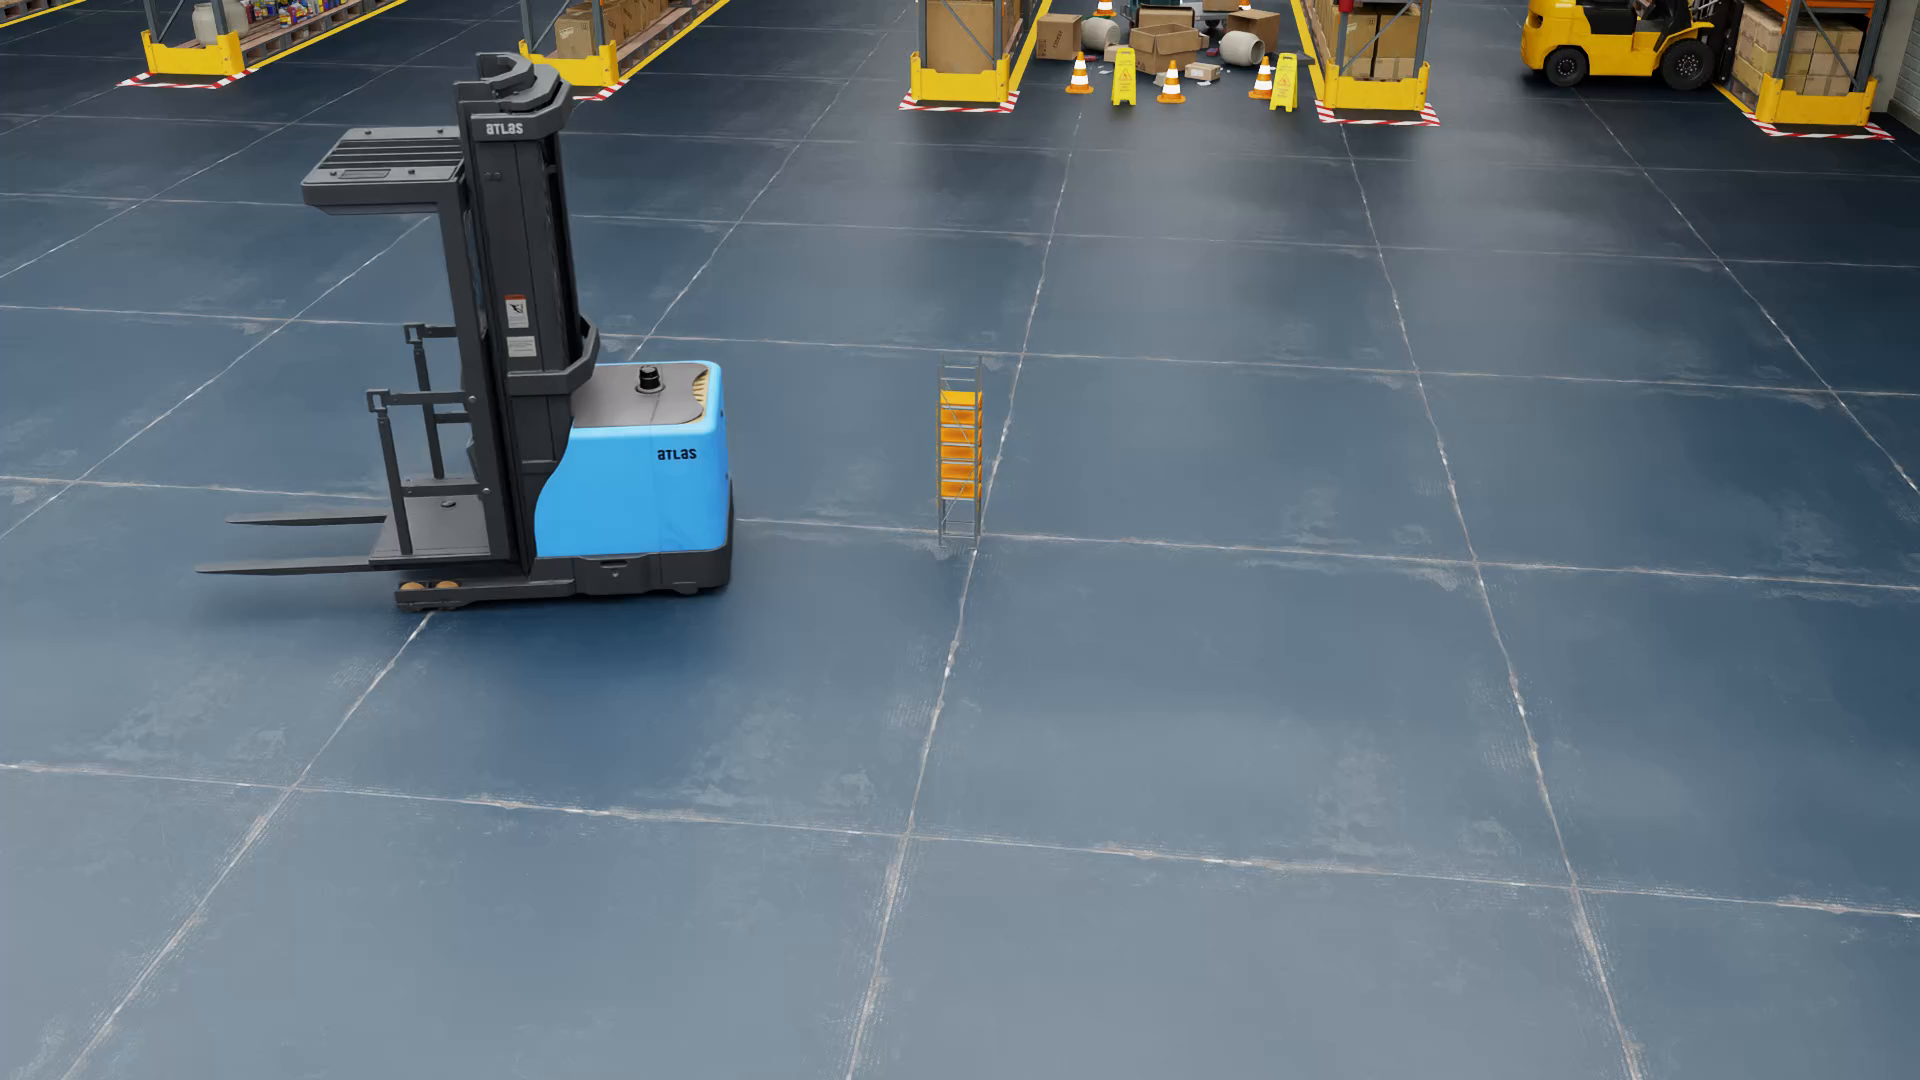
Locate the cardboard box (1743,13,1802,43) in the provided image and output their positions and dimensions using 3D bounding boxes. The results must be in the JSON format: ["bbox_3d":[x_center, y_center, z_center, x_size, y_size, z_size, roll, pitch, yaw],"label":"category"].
[{"bbox_3d":[9.661,-6.083,19.780,0.500,0.250,0.500,4,29,7],"label":"cardboard box"}]

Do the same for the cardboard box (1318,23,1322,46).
[{"bbox_3d":[4.964,-6.573,21.744,0.500,0.250,0.500,3,28,6],"label":"cardboard box"}]

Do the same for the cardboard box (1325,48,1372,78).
[{"bbox_3d":[4.766,-5.861,20.423,0.500,0.250,0.500,3,28,6],"label":"cardboard box"}]

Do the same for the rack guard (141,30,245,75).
[{"bbox_3d":[-9.857,-6.281,21.382,1.175,0.500,0.348,3,28,6],"label":"rack guard"}]

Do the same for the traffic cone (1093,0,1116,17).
[{"bbox_3d":[2.159,-8.029,24.665,0.336,0.463,0.334,3,28,6],"label":"traffic cone"}]

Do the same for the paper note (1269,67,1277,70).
[{"bbox_3d":[4.039,-6.138,21.610,0.142,0.019,0.148,-6,29,-11],"label":"paper note"}]

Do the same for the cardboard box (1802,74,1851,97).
[{"bbox_3d":[10.112,-5.387,19.543,0.500,0.250,0.500,3,29,6],"label":"cardboard box"}]

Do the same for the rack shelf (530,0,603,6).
[{"bbox_3d":[-4.659,-7.680,22.101,1.077,0.370,4.000,3,28,6],"label":"rack shelf"}]

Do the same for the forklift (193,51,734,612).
[{"bbox_3d":[-2.889,-1.142,9.279,3.031,2.935,1.130,-2,28,-5],"label":"forklift"}]

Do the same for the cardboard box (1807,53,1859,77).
[{"bbox_3d":[10.121,-5.596,19.404,0.500,0.250,0.500,4,29,7],"label":"cardboard box"}]

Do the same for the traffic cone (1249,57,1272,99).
[{"bbox_3d":[3.703,-5.640,20.231,0.336,0.463,0.334,3,28,6],"label":"traffic cone"}]

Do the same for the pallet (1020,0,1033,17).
[{"bbox_3d":[0.516,-7.742,24.399,1.003,0.211,1.213,3,28,6],"label":"pallet"}]

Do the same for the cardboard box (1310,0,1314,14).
[{"bbox_3d":[5.483,-7.637,23.591,0.950,0.372,0.625,4,29,7],"label":"cardboard box"}]

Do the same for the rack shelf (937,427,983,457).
[{"bbox_3d":[-0.002,-0.588,9.917,0.258,0.103,0.180,3,28,6],"label":"rack shelf"}]

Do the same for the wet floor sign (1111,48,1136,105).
[{"bbox_3d":[1.967,-5.554,19.879,0.267,0.644,0.232,-1,28,-3],"label":"wet floor sign"}]

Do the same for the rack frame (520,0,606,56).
[{"bbox_3d":[-4.904,-7.055,20.183,1.000,3.000,0.127,3,28,6],"label":"rack frame"}]

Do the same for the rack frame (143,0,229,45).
[{"bbox_3d":[-9.820,-7.343,20.718,1.000,3.000,0.127,3,28,6],"label":"rack frame"}]

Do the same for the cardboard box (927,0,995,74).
[{"bbox_3d":[0.023,-6.292,20.564,0.875,0.875,0.875,4,29,6],"label":"cardboard box"}]

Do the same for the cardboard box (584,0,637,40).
[{"bbox_3d":[-4.677,-7.010,22.291,0.500,0.500,0.500,6,29,11],"label":"cardboard box"}]

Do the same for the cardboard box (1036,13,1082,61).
[{"bbox_3d":[1.324,-6.713,22.180,0.500,0.500,0.500,8,29,15],"label":"cardboard box"}]

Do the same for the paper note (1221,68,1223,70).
[{"bbox_3d":[3.324,-6.119,21.588,0.148,0.019,0.142,14,31,24],"label":"paper note"}]

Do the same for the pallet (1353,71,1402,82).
[{"bbox_3d":[5.075,-5.668,20.548,1.003,0.211,1.213,3,28,6],"label":"pallet"}]

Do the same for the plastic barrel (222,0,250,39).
[{"bbox_3d":[-9.754,-6.983,22.229,0.421,0.512,0.421,0,28,0],"label":"plastic barrel"}]

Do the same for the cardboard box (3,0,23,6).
[{"bbox_3d":[-14.156,-8.024,24.438,0.500,0.250,0.500,3,28,6],"label":"cardboard box"}]

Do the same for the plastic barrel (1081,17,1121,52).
[{"bbox_3d":[1.879,-6.845,22.509,0.421,0.421,0.512,-24,36,-37],"label":"plastic barrel"}]

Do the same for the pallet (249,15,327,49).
[{"bbox_3d":[-9.601,-7.109,23.223,1.003,0.211,1.213,3,28,6],"label":"pallet"}]

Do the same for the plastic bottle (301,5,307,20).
[{"bbox_3d":[-9.222,-7.395,23.301,0.097,0.201,0.097,0,28,0],"label":"plastic bottle"}]

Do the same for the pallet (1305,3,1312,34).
[{"bbox_3d":[5.515,-7.501,23.951,1.003,0.211,1.213,3,28,6],"label":"pallet"}]

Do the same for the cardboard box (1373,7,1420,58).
[{"bbox_3d":[5.307,-6.159,20.185,0.500,0.500,0.500,2,28,4],"label":"cardboard box"}]

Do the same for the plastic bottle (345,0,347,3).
[{"bbox_3d":[-9.065,-7.999,24.421,0.097,0.201,0.097,0,28,0],"label":"plastic bottle"}]

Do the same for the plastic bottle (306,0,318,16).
[{"bbox_3d":[-9.210,-7.582,23.569,0.152,0.276,0.135,4,29,7],"label":"plastic bottle"}]

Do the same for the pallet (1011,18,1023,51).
[{"bbox_3d":[0.325,-7.021,23.060,1.003,0.211,1.213,3,28,6],"label":"pallet"}]

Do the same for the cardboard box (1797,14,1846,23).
[{"bbox_3d":[10.162,-6.058,19.734,0.500,0.250,0.500,3,28,6],"label":"cardboard box"}]

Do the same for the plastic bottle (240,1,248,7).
[{"bbox_3d":[-9.972,-7.345,23.128,0.152,0.276,0.135,4,29,7],"label":"plastic bottle"}]

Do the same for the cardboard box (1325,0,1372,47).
[{"bbox_3d":[4.831,-6.422,20.673,0.500,0.500,0.500,4,29,8],"label":"cardboard box"}]

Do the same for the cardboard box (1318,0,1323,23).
[{"bbox_3d":[5.027,-7.152,22.028,0.500,0.500,0.500,4,29,8],"label":"cardboard box"}]

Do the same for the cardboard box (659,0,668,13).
[{"bbox_3d":[-4.503,-7.837,23.826,0.500,0.500,0.500,3,28,5],"label":"cardboard box"}]

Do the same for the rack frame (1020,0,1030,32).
[{"bbox_3d":[0.496,-8.602,23.055,1.000,3.000,0.127,3,28,6],"label":"rack frame"}]

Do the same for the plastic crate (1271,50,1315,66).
[{"bbox_3d":[4.415,-6.385,22.018,0.402,0.080,0.583,-6,29,-11],"label":"plastic crate"}]

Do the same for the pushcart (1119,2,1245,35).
[{"bbox_3d":[3.152,-7.317,23.433,1.648,0.377,0.936,-6,29,-11],"label":"pushcart"}]

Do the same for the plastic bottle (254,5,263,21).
[{"bbox_3d":[-9.829,-7.379,23.270,0.097,0.201,0.097,0,28,0],"label":"plastic bottle"}]

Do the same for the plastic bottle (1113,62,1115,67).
[{"bbox_3d":[2.078,-6.181,21.659,0.133,0.061,0.283,-6,29,-11],"label":"plastic bottle"}]

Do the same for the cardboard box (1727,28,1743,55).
[{"bbox_3d":[9.722,-6.114,20.365,0.500,0.250,0.500,3,28,5],"label":"cardboard box"}]

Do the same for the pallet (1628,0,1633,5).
[{"bbox_3d":[10.698,-8.346,25.518,1.003,0.211,1.213,3,28,6],"label":"pallet"}]

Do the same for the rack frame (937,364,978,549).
[{"bbox_3d":[-0.013,-0.478,9.873,0.240,1.200,0.006,3,28,6],"label":"rack frame"}]

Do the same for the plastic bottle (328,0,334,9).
[{"bbox_3d":[-9.146,-7.843,23.975,0.144,0.351,0.185,2,28,4],"label":"plastic bottle"}]

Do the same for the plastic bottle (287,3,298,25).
[{"bbox_3d":[-9.243,-7.282,23.004,0.061,0.283,0.133,4,29,7],"label":"plastic bottle"}]

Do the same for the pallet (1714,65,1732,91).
[{"bbox_3d":[10.062,-5.900,20.979,1.003,0.211,1.213,3,28,6],"label":"pallet"}]

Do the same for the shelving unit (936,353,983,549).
[{"bbox_3d":[-0.002,-0.521,9.953,0.258,1.200,0.189,3,28,6],"label":"shelving unit"}]

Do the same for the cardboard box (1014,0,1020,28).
[{"bbox_3d":[0.349,-7.560,22.917,0.875,0.875,0.875,4,29,7],"label":"cardboard box"}]

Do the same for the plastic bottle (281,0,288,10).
[{"bbox_3d":[-9.739,-7.787,23.955,0.097,0.271,0.097,0,28,0],"label":"plastic bottle"}]

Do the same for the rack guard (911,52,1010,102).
[{"bbox_3d":[0.003,-5.608,20.132,1.175,0.500,0.348,3,28,6],"label":"rack guard"}]

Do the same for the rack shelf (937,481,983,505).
[{"bbox_3d":[-0.002,-0.271,10.088,0.258,0.103,0.180,3,28,6],"label":"rack shelf"}]

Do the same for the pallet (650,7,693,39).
[{"bbox_3d":[-4.461,-7.392,23.749,1.003,0.211,1.213,3,28,6],"label":"pallet"}]

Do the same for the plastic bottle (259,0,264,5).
[{"bbox_3d":[-9.916,-7.609,23.540,0.144,0.351,0.185,3,28,6],"label":"plastic bottle"}]

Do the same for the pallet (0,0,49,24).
[{"bbox_3d":[-14.385,-7.916,24.721,1.003,0.211,1.213,3,28,6],"label":"pallet"}]

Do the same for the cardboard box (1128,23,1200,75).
[{"bbox_3d":[2.634,-6.354,21.514,0.797,0.503,0.637,-17,33,-29],"label":"cardboard box"}]

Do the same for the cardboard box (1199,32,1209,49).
[{"bbox_3d":[3.191,-6.900,22.777,0.258,0.266,0.396,-17,33,-29],"label":"cardboard box"}]

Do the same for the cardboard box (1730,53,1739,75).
[{"bbox_3d":[9.742,-5.875,20.449,0.500,0.250,0.500,4,29,7],"label":"cardboard box"}]
